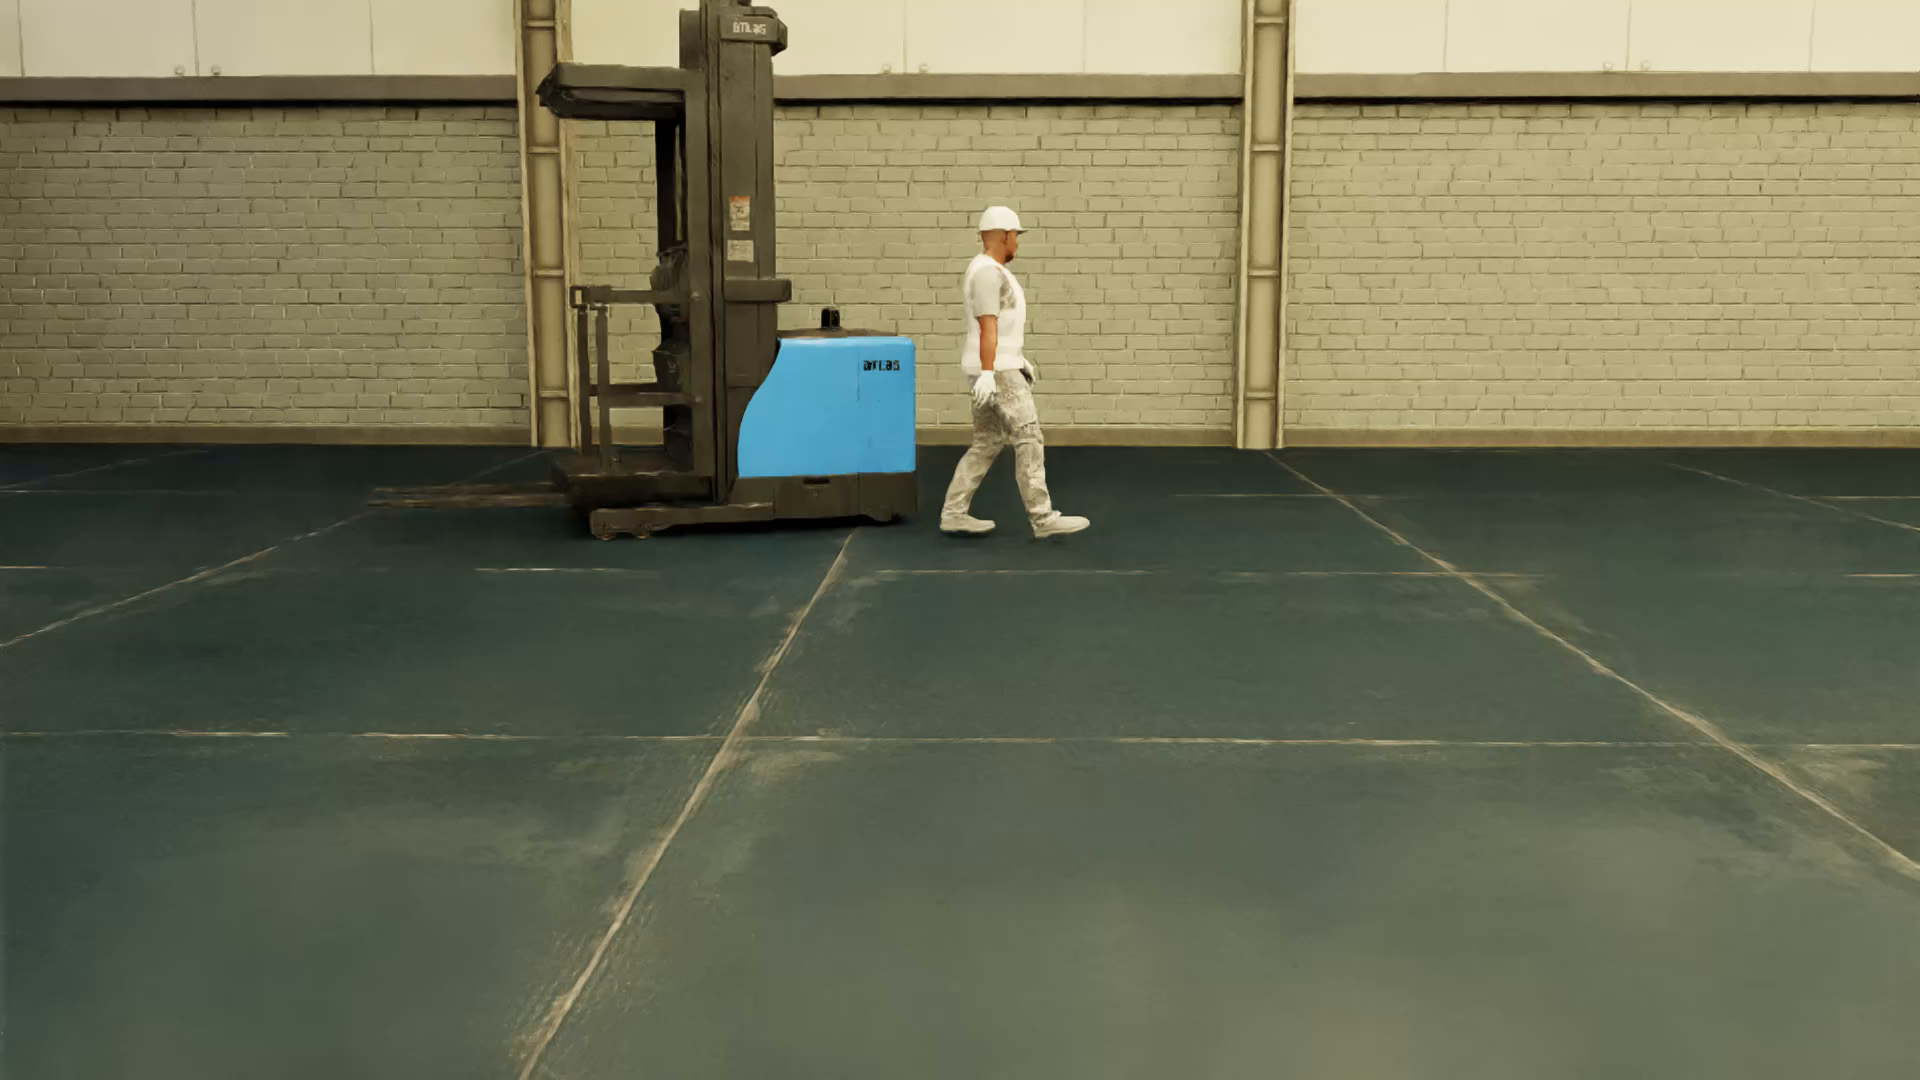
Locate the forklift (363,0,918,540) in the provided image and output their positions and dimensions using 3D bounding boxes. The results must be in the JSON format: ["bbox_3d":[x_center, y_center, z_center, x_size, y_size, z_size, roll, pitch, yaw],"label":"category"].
[{"bbox_3d":[-1.818,-1.539,9.369,3.031,2.935,1.130,-3,9,-18],"label":"forklift"}]

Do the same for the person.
[{"bbox_3d":[0.287,-0.894,8.888,0.781,1.753,0.732,-1,9,-4],"label":"person"}]
